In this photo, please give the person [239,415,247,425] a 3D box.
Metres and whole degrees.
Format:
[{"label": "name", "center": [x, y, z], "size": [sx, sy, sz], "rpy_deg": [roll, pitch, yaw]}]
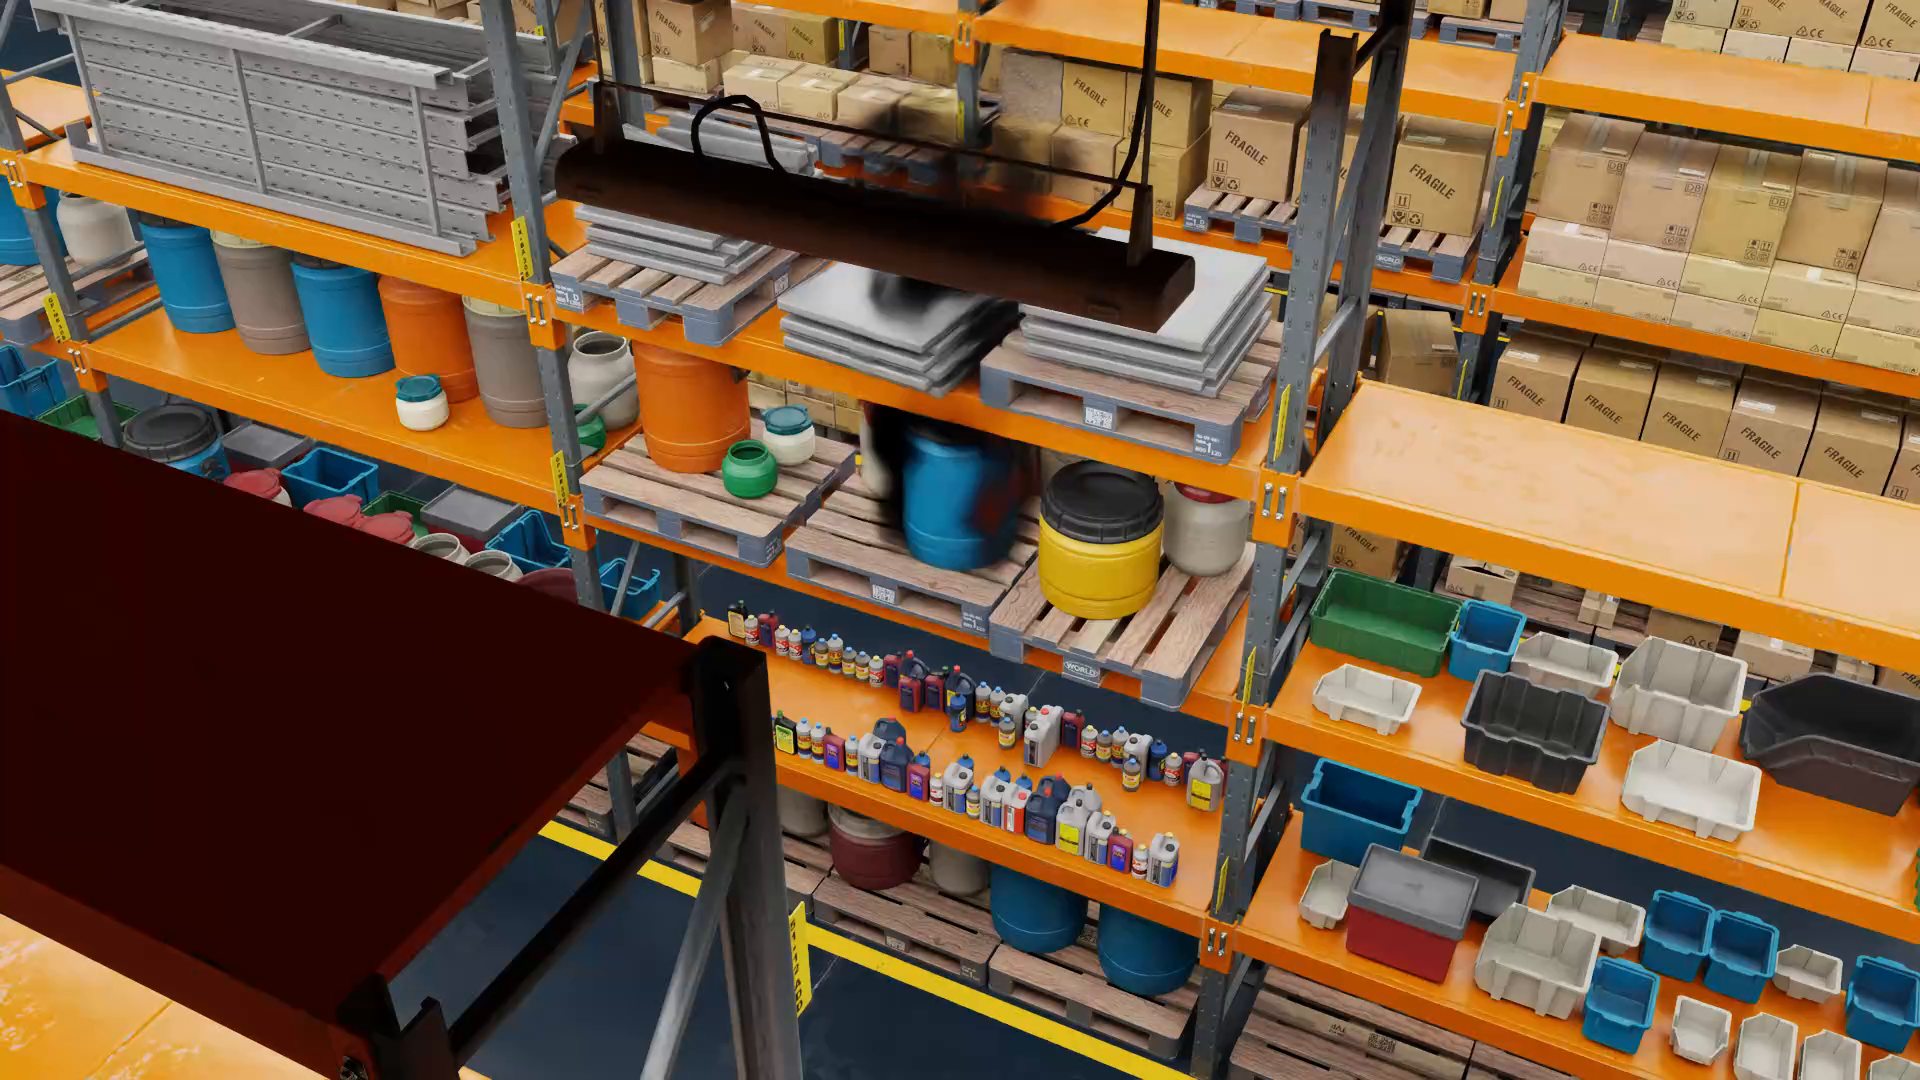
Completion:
[{"label": "person", "center": [-6.221, -1.369, 14.482], "size": [0.779, 1.563, 0.537], "rpy_deg": [8, 36, 11]}]
